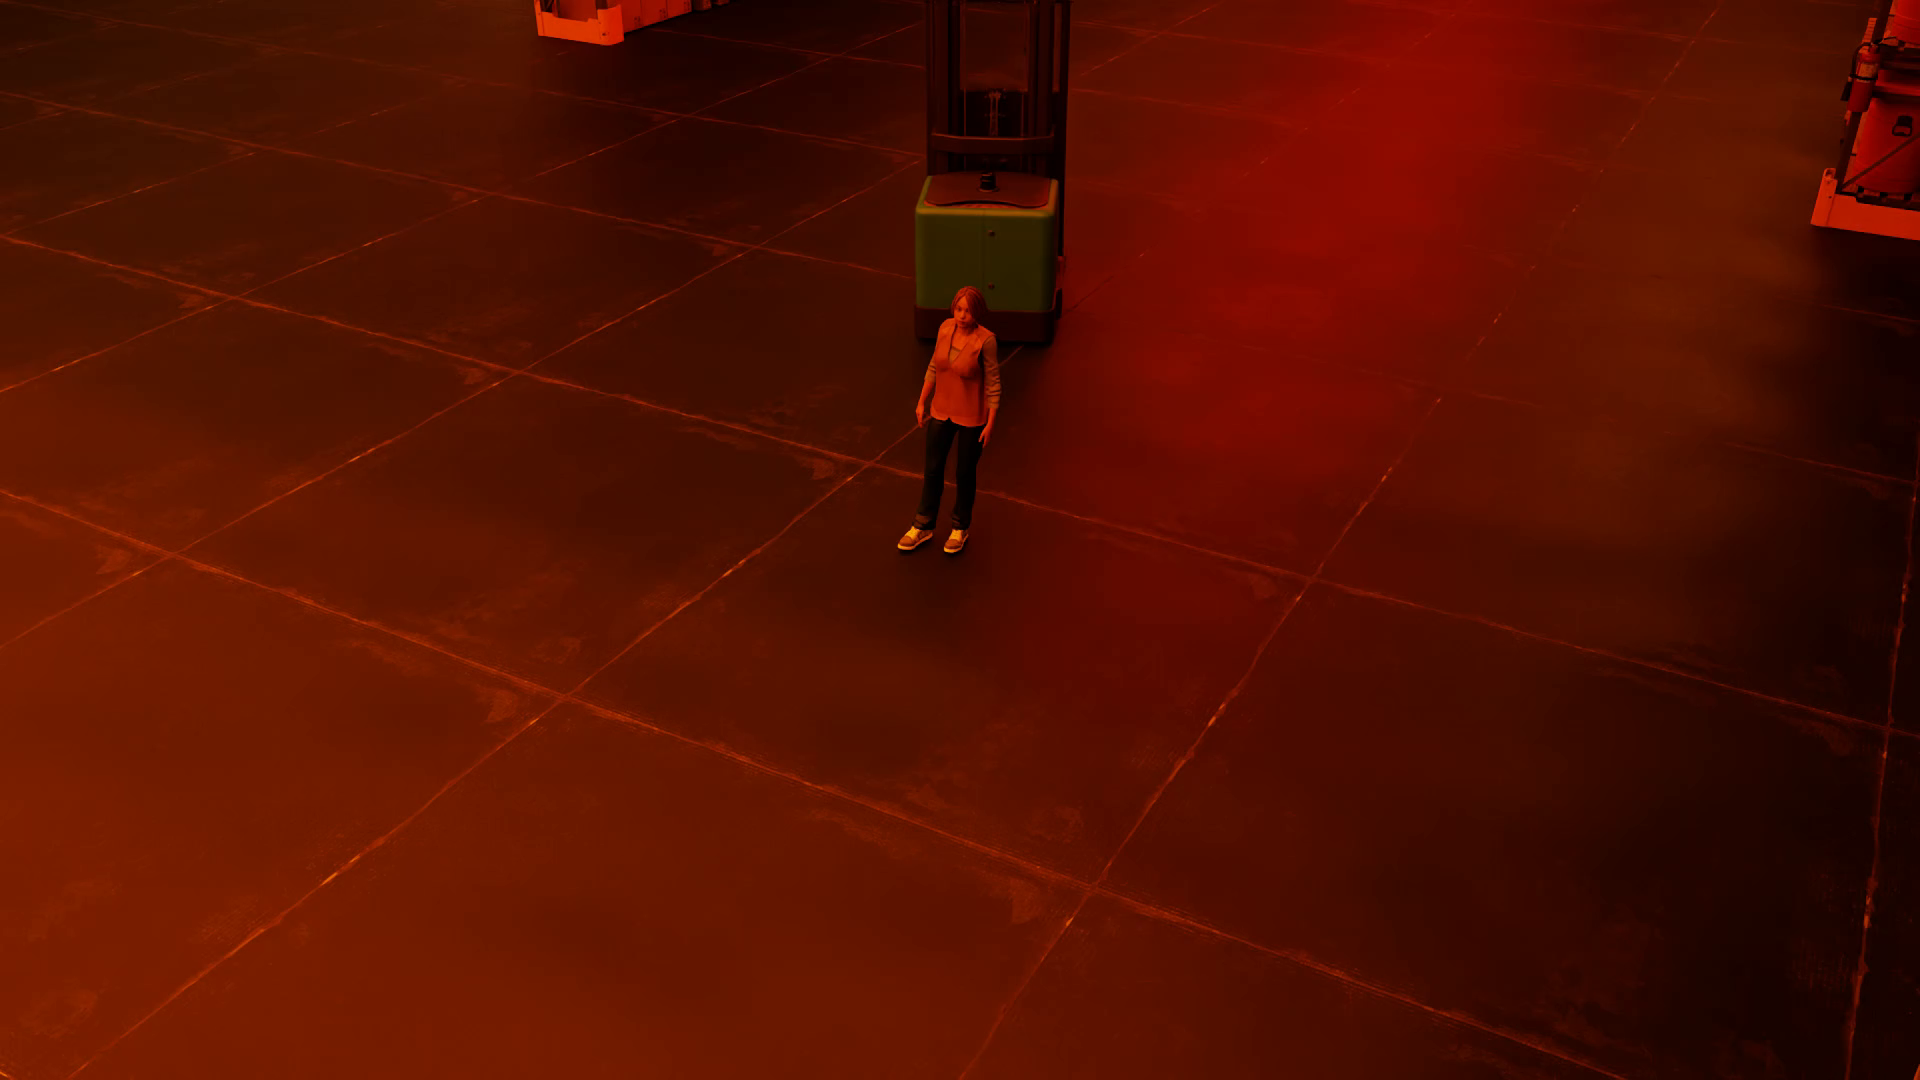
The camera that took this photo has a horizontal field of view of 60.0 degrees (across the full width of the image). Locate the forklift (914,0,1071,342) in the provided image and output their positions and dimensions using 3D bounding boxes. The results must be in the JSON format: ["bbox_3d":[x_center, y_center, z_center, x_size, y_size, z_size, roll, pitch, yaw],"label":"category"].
[{"bbox_3d":[0.308,-3.456,13.058,1.130,2.935,3.031,3,30,5],"label":"forklift"}]

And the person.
[{"bbox_3d":[-0.049,-0.669,9.549,0.520,1.599,0.473,15,33,25],"label":"person"}]
